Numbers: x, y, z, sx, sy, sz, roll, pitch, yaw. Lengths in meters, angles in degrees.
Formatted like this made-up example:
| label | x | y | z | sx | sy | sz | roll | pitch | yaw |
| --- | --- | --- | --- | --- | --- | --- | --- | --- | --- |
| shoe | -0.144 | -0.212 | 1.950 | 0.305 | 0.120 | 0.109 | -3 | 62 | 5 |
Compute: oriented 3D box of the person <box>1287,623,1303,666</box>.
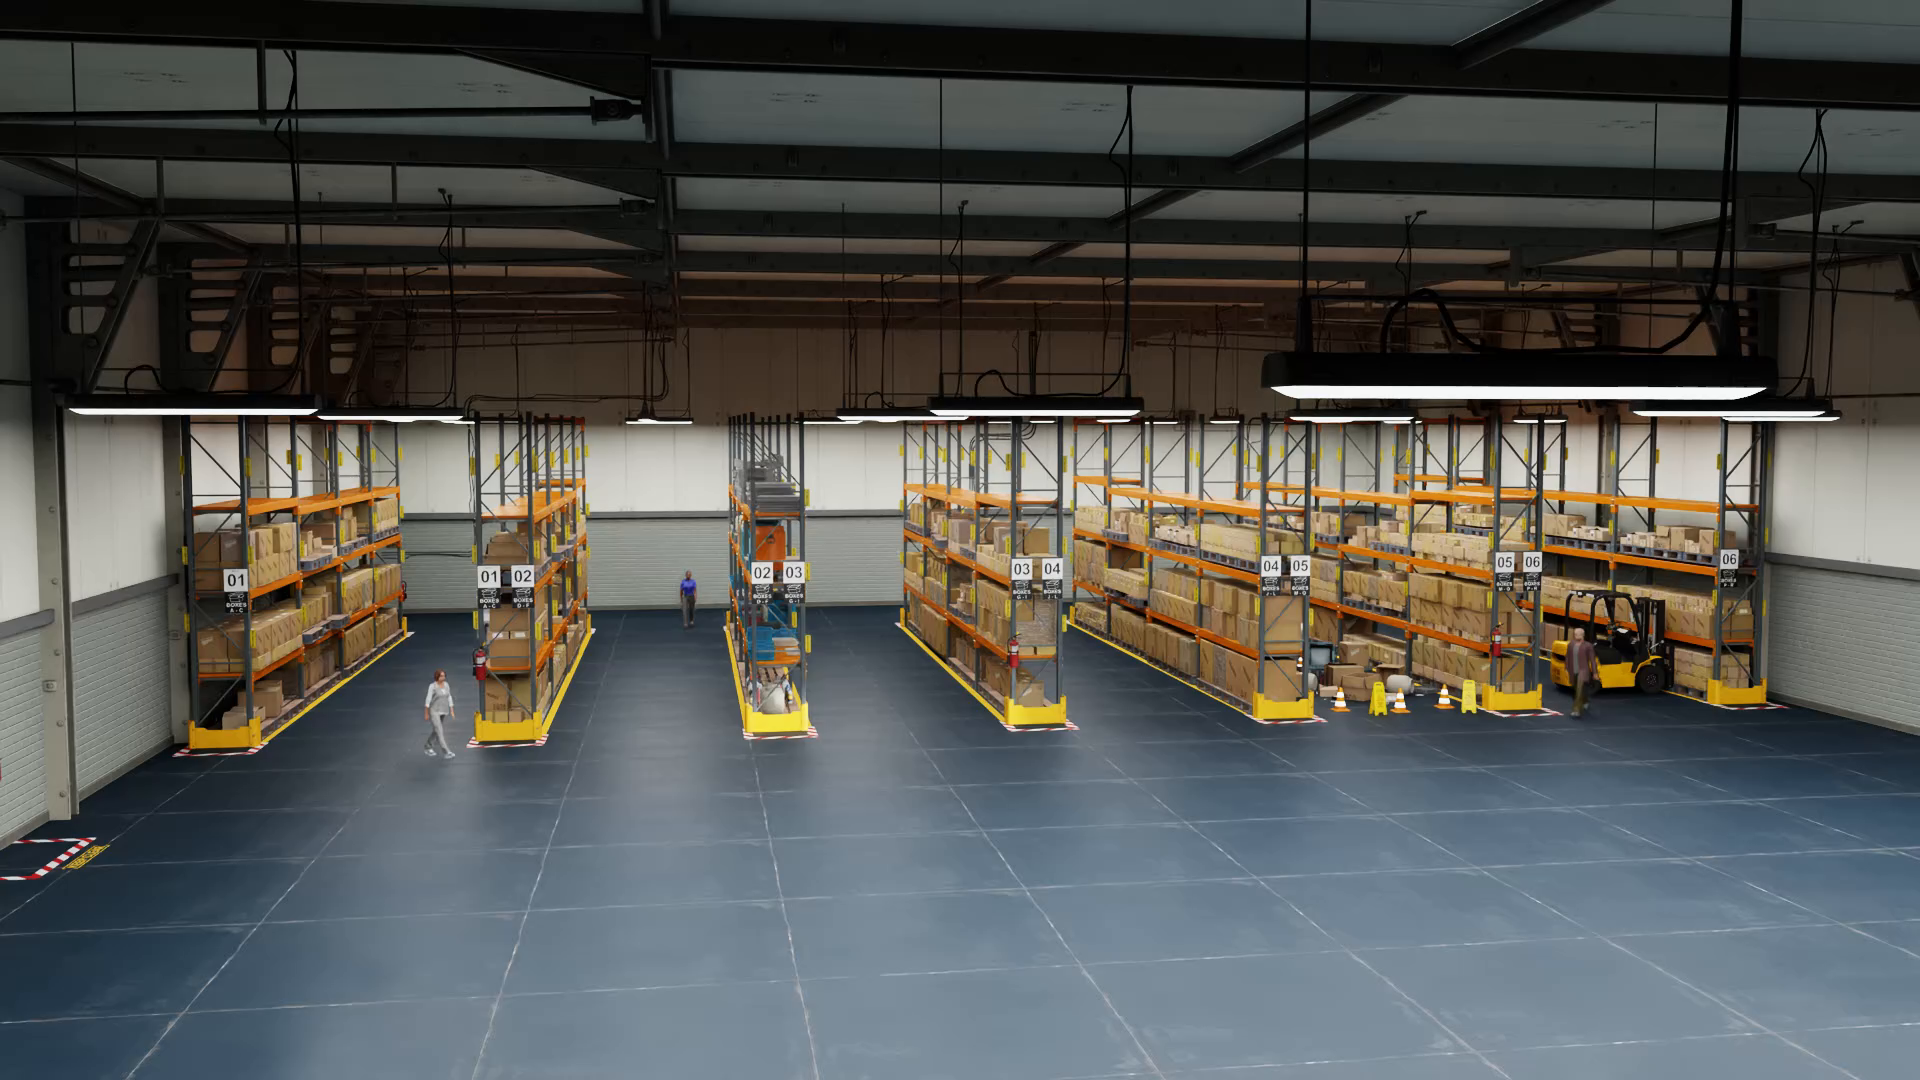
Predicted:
| label | x | y | z | sx | sy | sz | roll | pitch | yaw |
| --- | --- | --- | --- | --- | --- | --- | --- | --- | --- |
| person | 8.040 | 2.177 | 39.545 | 0.516 | 1.821 | 0.613 | -1 | 4 | -17 |

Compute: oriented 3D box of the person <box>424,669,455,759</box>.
| label | x | y | z | sx | sy | sz | roll | pitch | yaw |
| --- | --- | --- | --- | --- | --- | --- | --- | --- | --- |
| person | -8.919 | 2.984 | 28.585 | 0.990 | 1.540 | 0.455 | 2 | 4 | 30 |

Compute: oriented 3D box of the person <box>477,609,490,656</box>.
| label | x | y | z | sx | sy | sz | roll | pitch | yaw |
| --- | --- | --- | --- | --- | --- | --- | --- | --- | --- |
| person | -11.793 | 2.067 | 41.372 | 0.520 | 1.673 | 0.434 | -2 | 4 | -23 |

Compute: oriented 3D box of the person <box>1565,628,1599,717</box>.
| label | x | y | z | sx | sy | sz | roll | pitch | yaw |
| --- | --- | --- | --- | --- | --- | --- | --- | --- | --- |
| person | 12.337 | 2.610 | 33.032 | 0.698 | 1.729 | 1.119 | 4 | 5 | 44 |

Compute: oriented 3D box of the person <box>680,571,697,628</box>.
| label | x | y | z | sx | sy | sz | roll | pitch | yaw |
| --- | --- | --- | --- | --- | --- | --- | --- | --- | --- |
| person | -7.735 | 1.677 | 47.387 | 0.479 | 1.592 | 1.028 | -1 | 4 | -8 |
